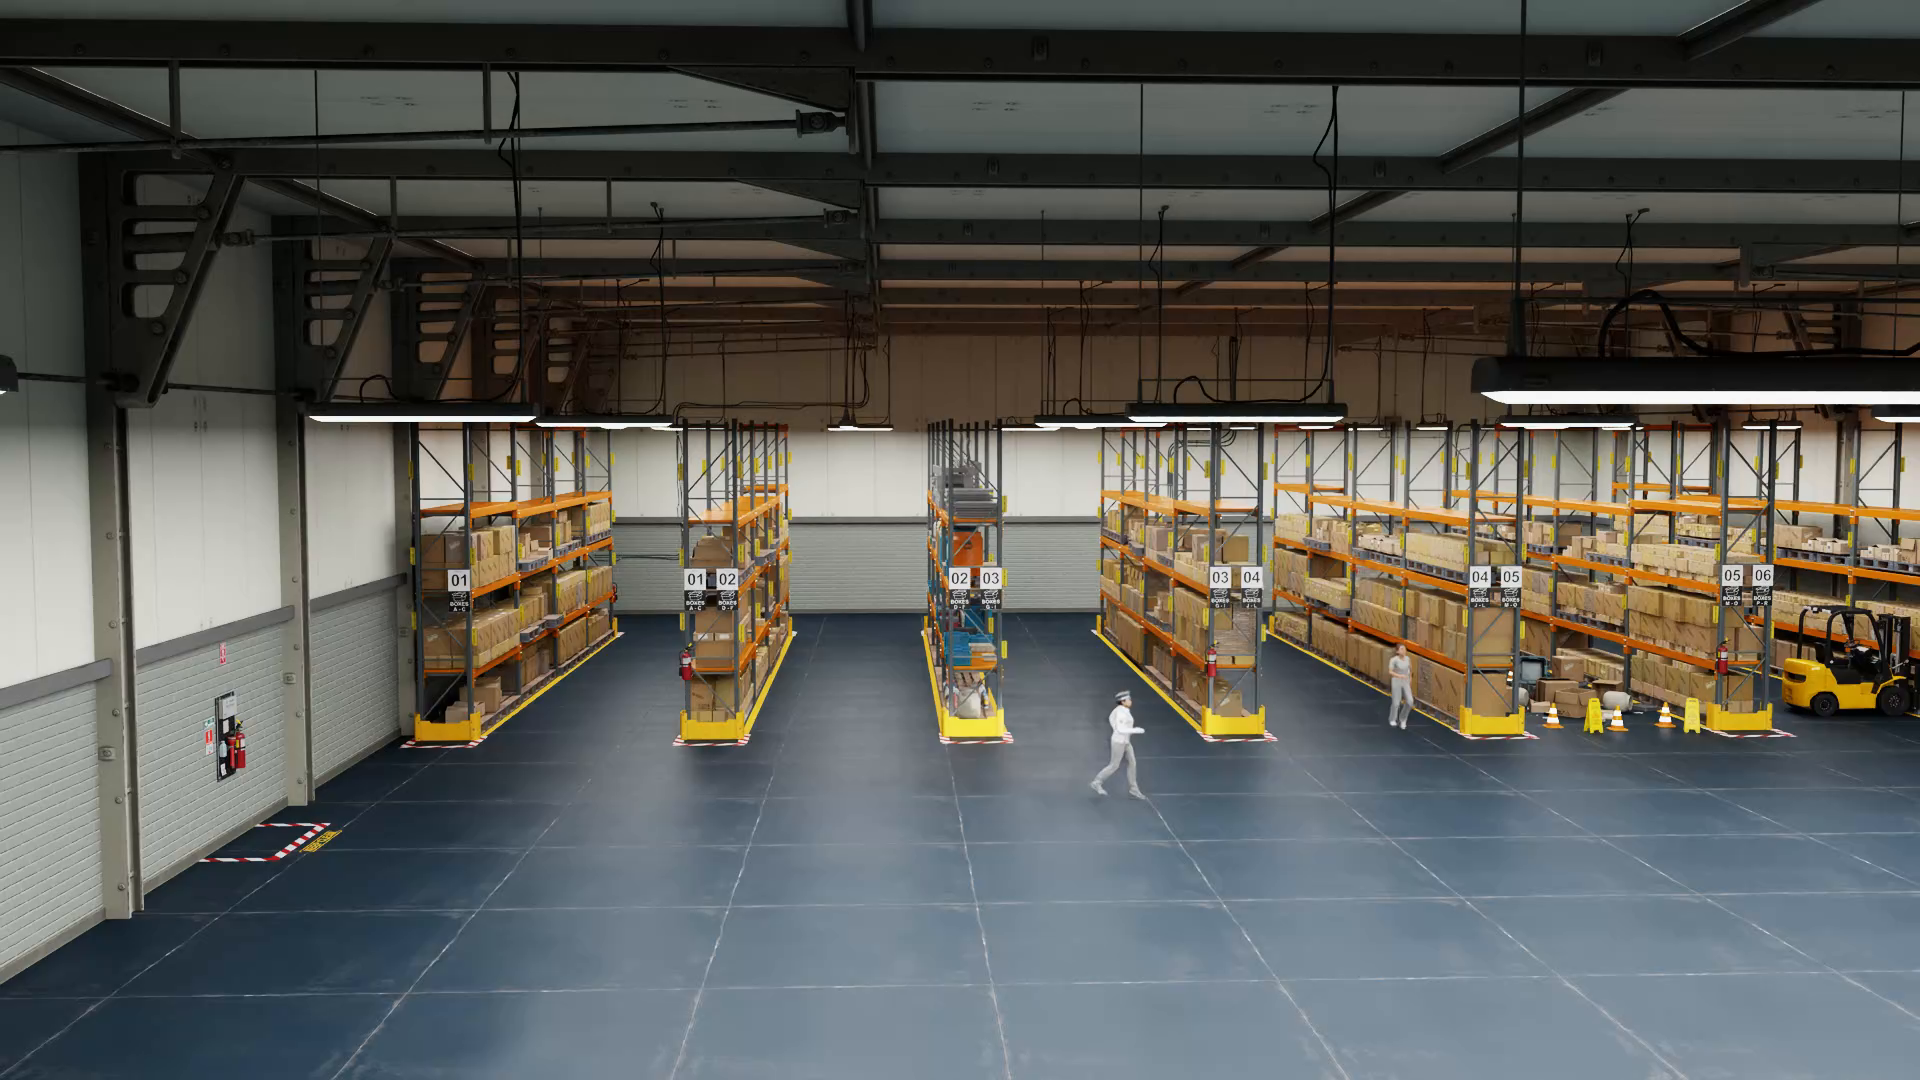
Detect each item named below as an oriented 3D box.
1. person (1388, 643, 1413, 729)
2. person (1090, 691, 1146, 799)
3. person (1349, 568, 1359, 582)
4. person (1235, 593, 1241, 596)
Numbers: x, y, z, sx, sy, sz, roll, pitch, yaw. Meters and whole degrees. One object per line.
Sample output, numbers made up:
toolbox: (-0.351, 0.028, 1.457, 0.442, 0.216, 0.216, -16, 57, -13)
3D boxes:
person: (8.559, 2.838, 32.217, 0.578, 1.680, 0.682, -1, 4, -12)
person: (2.486, 3.211, 26.095, 0.859, 1.718, 0.578, 1, 4, 16)
person: (11.551, 1.689, 49.170, 0.647, 1.780, 0.638, 0, 4, -3)
person: (8.088, 1.788, 48.359, 0.717, 1.687, 0.574, -3, 5, -38)
